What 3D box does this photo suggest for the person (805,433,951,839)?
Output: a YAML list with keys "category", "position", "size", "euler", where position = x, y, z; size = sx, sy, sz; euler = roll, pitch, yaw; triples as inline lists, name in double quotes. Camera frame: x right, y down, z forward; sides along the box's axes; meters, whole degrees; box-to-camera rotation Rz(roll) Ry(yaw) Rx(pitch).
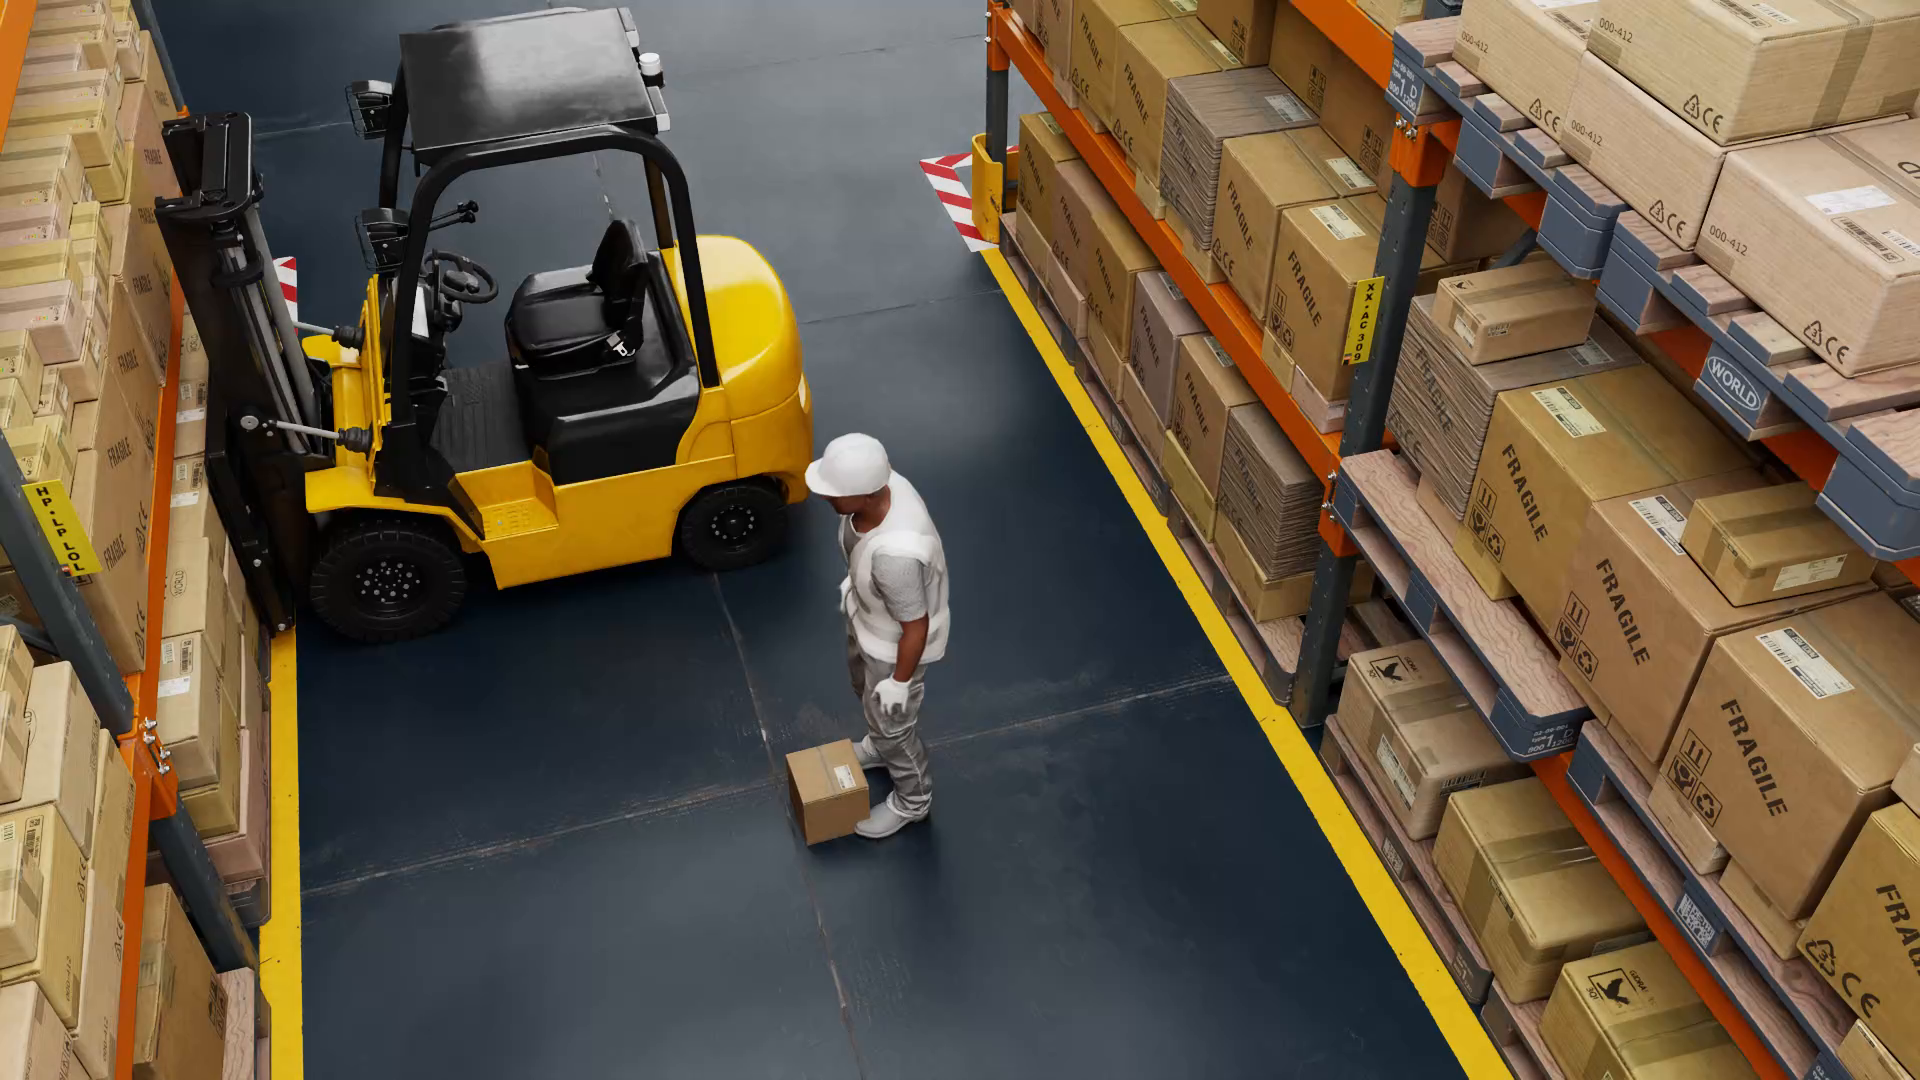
- category: "person"
  position: [-0.277, 0.319, 5.796]
  size: [0.450, 1.774, 0.617]
  euler: [-12, 43, -13]
